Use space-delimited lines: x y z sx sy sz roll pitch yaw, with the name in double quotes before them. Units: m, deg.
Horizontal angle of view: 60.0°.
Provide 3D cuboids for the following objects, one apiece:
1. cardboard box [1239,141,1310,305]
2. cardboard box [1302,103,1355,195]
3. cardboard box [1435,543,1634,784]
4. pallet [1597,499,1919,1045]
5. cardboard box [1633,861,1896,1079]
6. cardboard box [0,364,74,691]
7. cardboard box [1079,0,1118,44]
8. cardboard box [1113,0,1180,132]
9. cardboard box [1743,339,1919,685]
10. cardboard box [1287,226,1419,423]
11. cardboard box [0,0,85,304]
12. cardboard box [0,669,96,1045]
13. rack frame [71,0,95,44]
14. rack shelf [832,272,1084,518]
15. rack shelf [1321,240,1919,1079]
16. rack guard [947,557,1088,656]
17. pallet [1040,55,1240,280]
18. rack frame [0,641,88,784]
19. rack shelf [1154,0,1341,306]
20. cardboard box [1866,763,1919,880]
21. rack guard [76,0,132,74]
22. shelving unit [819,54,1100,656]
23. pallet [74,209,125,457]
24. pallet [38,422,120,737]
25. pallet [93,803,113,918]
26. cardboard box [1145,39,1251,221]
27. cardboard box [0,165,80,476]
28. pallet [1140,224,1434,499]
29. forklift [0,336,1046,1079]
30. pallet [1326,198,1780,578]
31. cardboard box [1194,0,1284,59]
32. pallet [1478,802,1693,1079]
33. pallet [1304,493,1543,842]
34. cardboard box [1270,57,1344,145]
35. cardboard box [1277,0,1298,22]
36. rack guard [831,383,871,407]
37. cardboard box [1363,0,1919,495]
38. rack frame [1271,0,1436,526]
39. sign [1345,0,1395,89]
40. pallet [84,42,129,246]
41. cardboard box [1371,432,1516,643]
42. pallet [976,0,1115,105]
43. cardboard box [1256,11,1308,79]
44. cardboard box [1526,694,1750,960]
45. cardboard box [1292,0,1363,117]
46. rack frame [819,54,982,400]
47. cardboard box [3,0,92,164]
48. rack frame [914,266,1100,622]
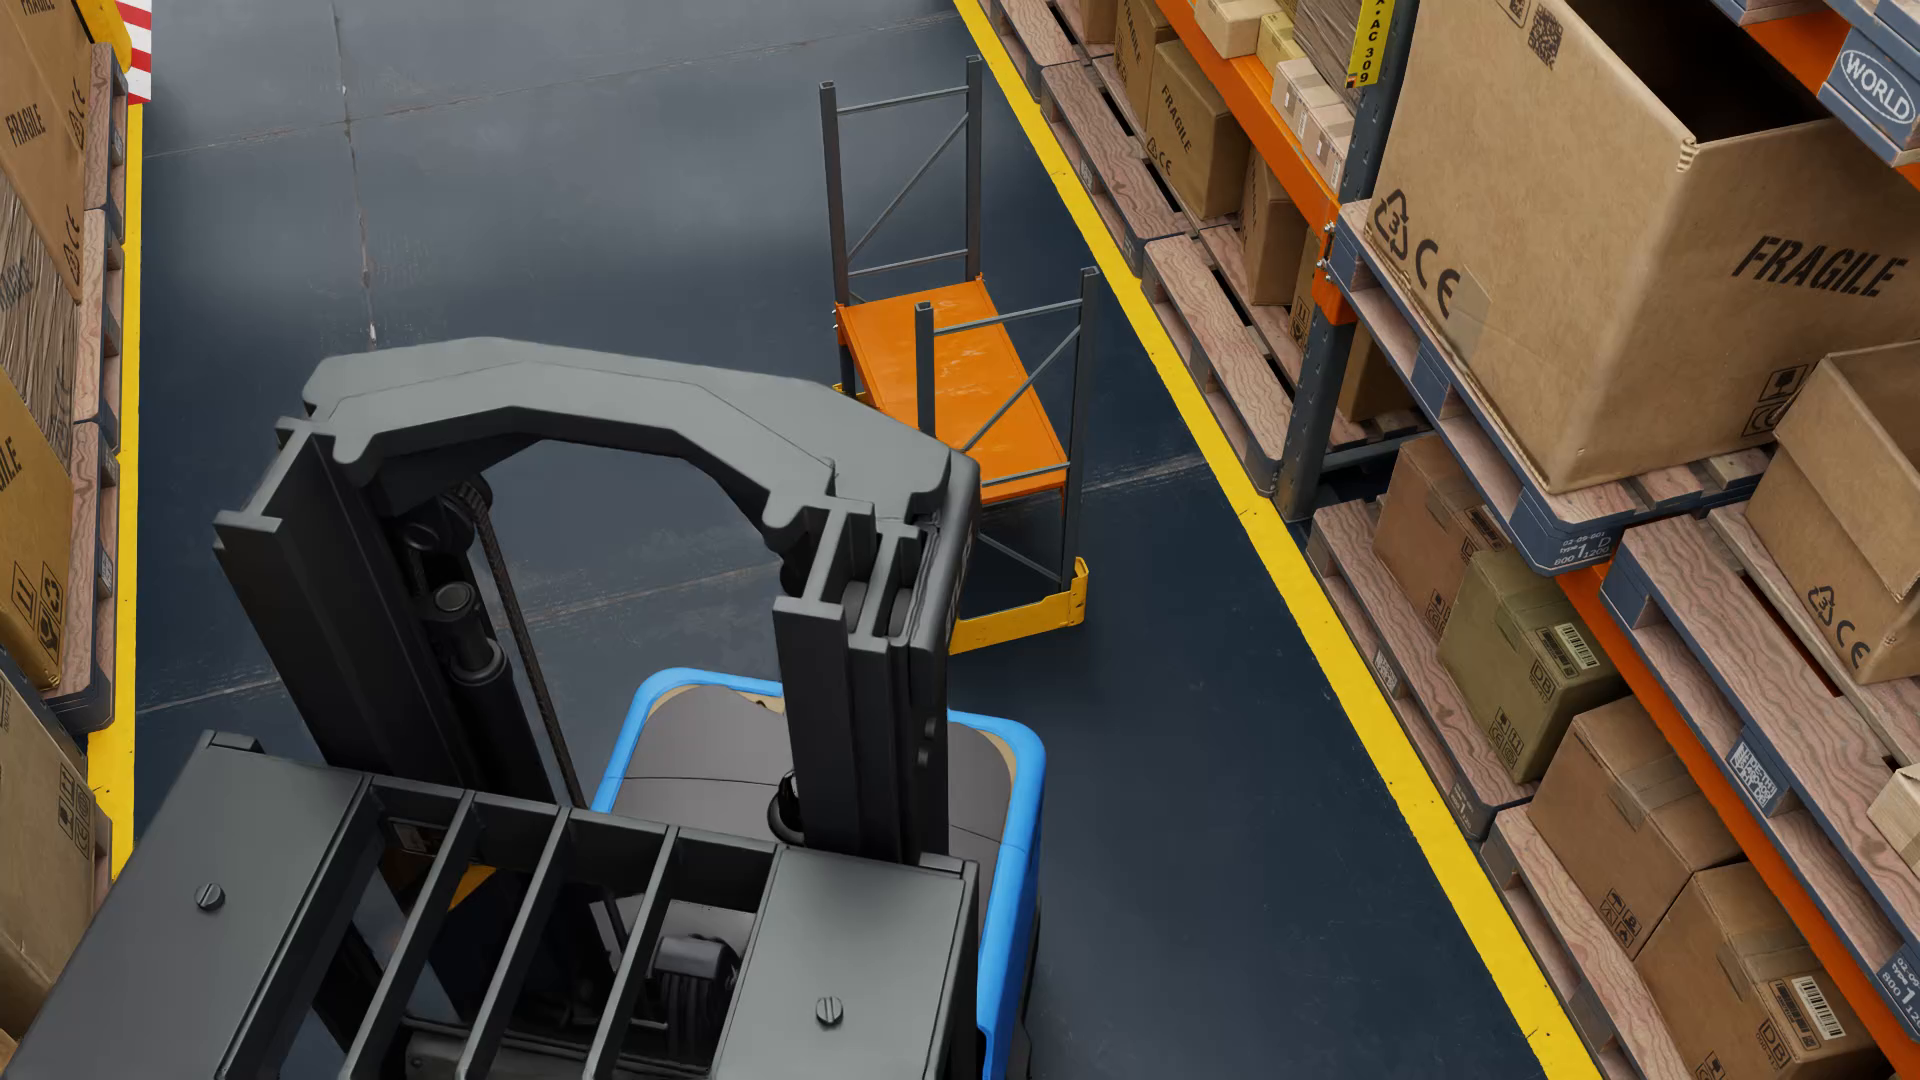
"cardboard box" 1.339 -1.223 6.179 0.500 0.500 0.500 1 50 1
"cardboard box" 1.251 -1.185 4.951 0.380 0.149 0.250 -13 51 -11
"cardboard box" 1.880 0.295 4.887 0.700 0.500 0.500 -14 51 -11
"pallet" 2.154 0.372 3.600 1.003 0.211 1.213 -13 51 -11
"cardboard box" 2.211 1.111 4.199 0.700 0.500 0.500 -9 51 -8
"cardboard box" -3.292 -0.053 4.948 0.875 0.875 0.875 -13 51 -10
"cardboard box" 0.791 -2.537 7.288 0.500 0.500 0.500 -2 50 -1
"cardboard box" 0.958 -2.076 6.898 0.500 0.500 0.500 -9 50 -8
"cardboard box" 2.196 -0.098 3.529 0.797 0.503 0.637 -9 50 -7
"cardboard box" 1.515 -0.806 5.828 0.500 0.500 0.500 -15 51 -12
"cardboard box" -3.830 -1.377 6.064 0.875 0.875 0.875 -14 51 -12
"cardboard box" -2.903 0.895 4.230 1.050 0.750 0.750 -14 51 -11
"rack frame" -4.355 -3.049 6.358 1.000 3.000 0.127 -13 51 -11
"rack shelf" -0.025 -0.430 5.367 0.538 0.185 1.000 -13 51 -11
"rack shelf" 2.187 0.518 3.822 1.077 0.370 4.000 -13 51 -11
"rack guard" 0.125 0.227 5.395 0.587 0.250 0.087 -13 51 -11
"pallet" 0.999 -1.651 7.004 1.003 0.211 1.213 -13 51 -11
"rack frame" -3.173 -0.127 3.895 1.000 3.000 0.127 -13 51 -11
"rack shelf" 1.004 -2.404 6.285 1.077 0.370 4.000 -13 51 -11
"cardboard box" 2.027 0.498 3.182 0.396 0.266 0.258 -15 51 -12
"rack guard" -4.363 -2.261 7.329 1.175 0.500 0.348 -13 51 -11
"shelving unit" -0.023 -0.539 5.224 0.587 1.500 1.083 -13 51 -11
"pallet" -3.687 -0.694 6.197 1.003 0.211 1.213 -13 51 -11
"pallet" -3.323 0.198 5.445 1.003 0.211 1.213 -13 51 -11
"pallet" -2.872 1.318 4.501 1.003 0.211 1.213 -13 51 -11
"cardboard box" 1.080 -1.658 6.546 0.500 0.500 0.500 -17 52 -14
"cardboard box" -3.562 -0.711 5.502 0.875 0.875 0.875 -13 51 -11
"pallet" 1.363 -0.759 6.252 1.003 0.211 1.213 -13 51 -11
"forklift" -0.564 1.228 2.798 1.130 2.935 3.031 8 50 7
"pallet" 1.683 -0.522 4.354 1.003 0.211 1.213 -13 51 -11
"cardboard box" 0.989 -1.723 5.405 0.380 0.149 0.250 -13 51 -11
"pallet" 2.192 1.185 4.613 1.003 0.211 1.213 -13 51 -11
"pallet" 1.827 0.292 5.366 1.003 0.211 1.213 -13 51 -11
"cardboard box" 1.186 -1.369 5.107 0.380 0.149 0.250 -13 51 -11
"cardboard box" 1.407 -2.019 5.230 0.875 0.500 0.500 -13 51 -11
"rack guard" -0.170 -0.500 6.008 0.587 0.250 0.087 -13 51 -11
"cardboard box" 1.697 -0.892 3.873 1.000 1.000 1.000 -13 51 -11
"rack frame" 1.595 -1.175 4.779 1.000 3.000 0.127 -13 51 -11
"sign" 1.079 -1.326 4.340 0.100 0.325 0.005 -13 51 -11
"pallet" -4.044 -1.584 6.947 1.003 0.211 1.213 -13 51 -11
"cardboard box" 1.756 -0.058 5.184 0.700 0.500 0.500 -17 52 -14
"pallet" 0.641 -2.541 7.754 1.003 0.211 1.213 -13 51 -11
"cardboard box" 1.170 -1.566 5.272 0.380 0.149 0.250 -13 51 -11
"cardboard box" 2.045 0.703 4.542 0.700 0.500 0.500 -17 52 -14
"cardboard box" 1.521 -1.646 4.916 0.875 0.500 0.500 -13 51 -11
"rack frame" -0.176 -0.917 5.542 0.500 1.500 0.032 -13 51 -11
"cardboard box" -4.092 -2.019 6.605 0.875 0.875 0.875 -13 51 -11
"rack frame" 0.125 -0.174 4.916 0.500 1.500 0.032 -13 51 -11
